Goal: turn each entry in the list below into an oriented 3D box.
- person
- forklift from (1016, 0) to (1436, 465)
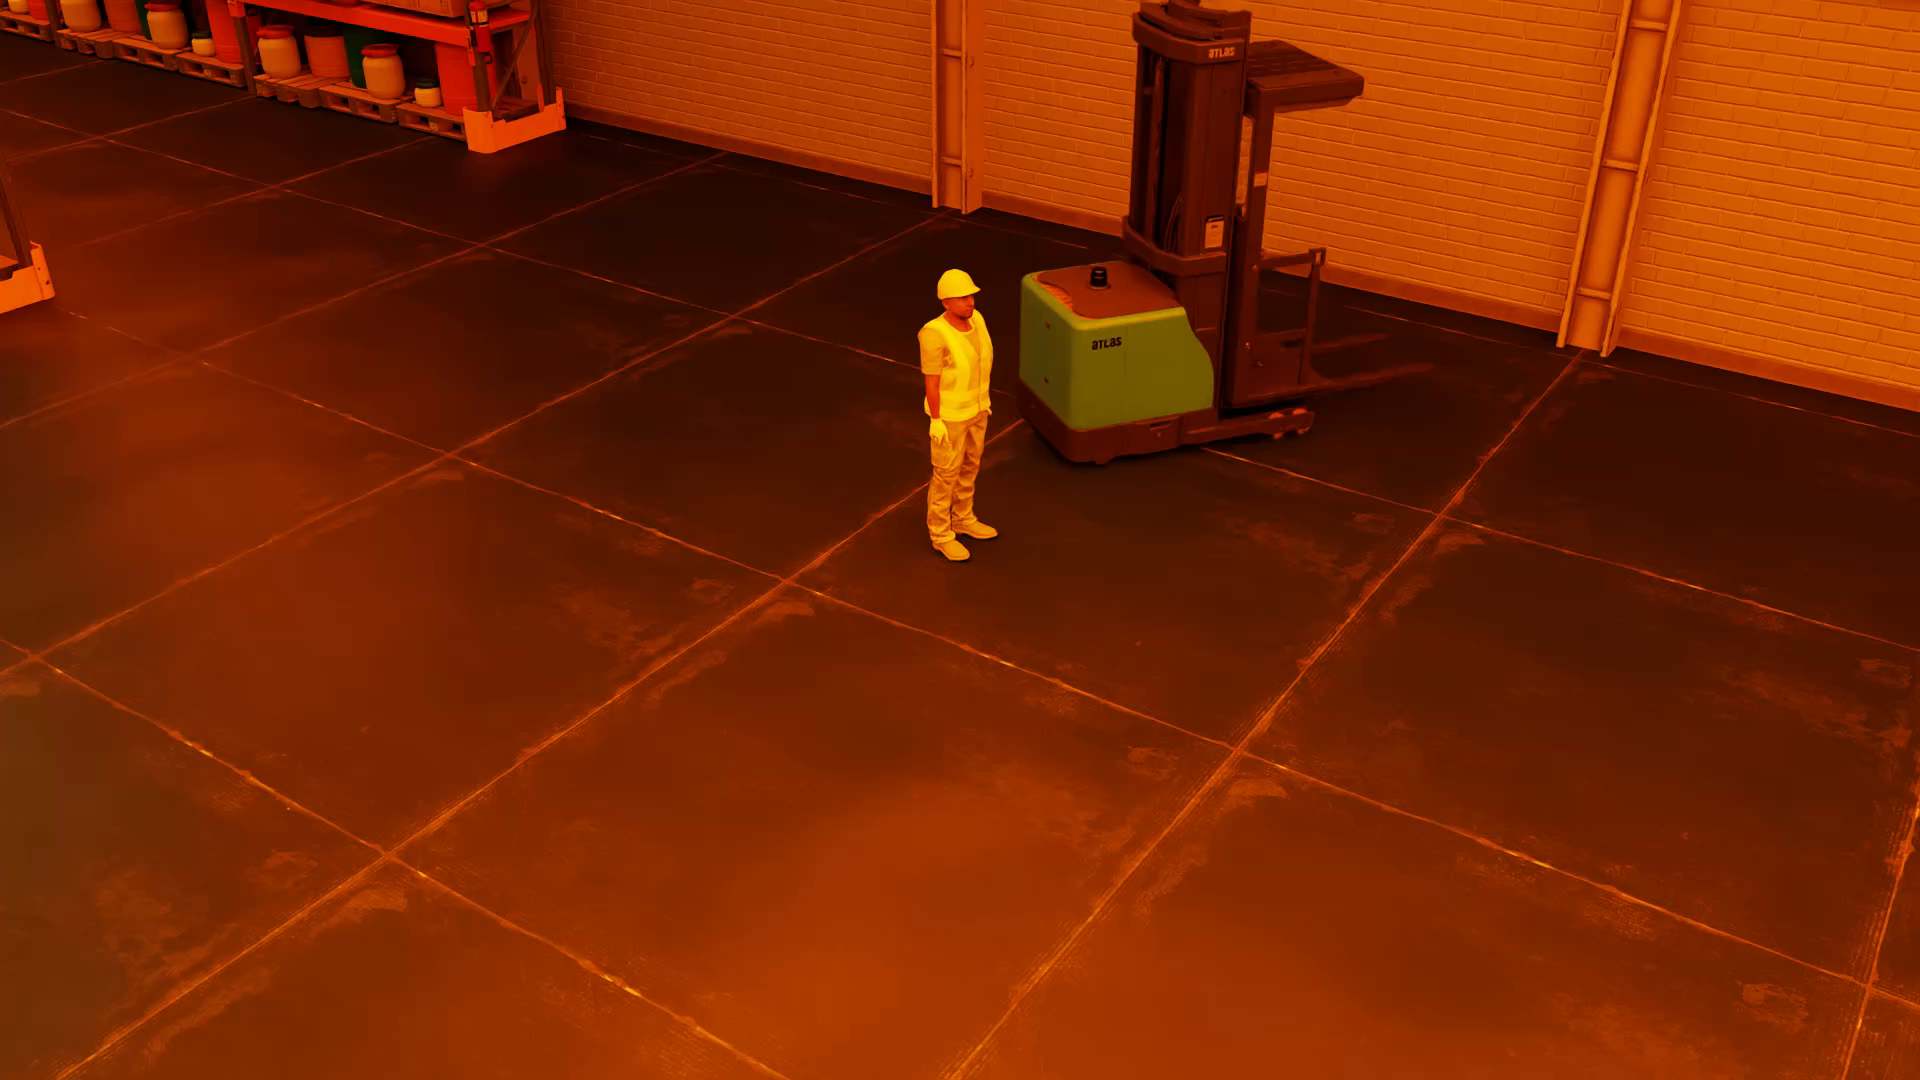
[{"bbox_3d":[0.010,-0.775,10.057,0.382,1.789,0.542,19,35,29],"label":"person"},{"bbox_3d":[1.977,-2.233,11.426,3.031,2.935,1.130,-11,32,-18],"label":"forklift"}]
